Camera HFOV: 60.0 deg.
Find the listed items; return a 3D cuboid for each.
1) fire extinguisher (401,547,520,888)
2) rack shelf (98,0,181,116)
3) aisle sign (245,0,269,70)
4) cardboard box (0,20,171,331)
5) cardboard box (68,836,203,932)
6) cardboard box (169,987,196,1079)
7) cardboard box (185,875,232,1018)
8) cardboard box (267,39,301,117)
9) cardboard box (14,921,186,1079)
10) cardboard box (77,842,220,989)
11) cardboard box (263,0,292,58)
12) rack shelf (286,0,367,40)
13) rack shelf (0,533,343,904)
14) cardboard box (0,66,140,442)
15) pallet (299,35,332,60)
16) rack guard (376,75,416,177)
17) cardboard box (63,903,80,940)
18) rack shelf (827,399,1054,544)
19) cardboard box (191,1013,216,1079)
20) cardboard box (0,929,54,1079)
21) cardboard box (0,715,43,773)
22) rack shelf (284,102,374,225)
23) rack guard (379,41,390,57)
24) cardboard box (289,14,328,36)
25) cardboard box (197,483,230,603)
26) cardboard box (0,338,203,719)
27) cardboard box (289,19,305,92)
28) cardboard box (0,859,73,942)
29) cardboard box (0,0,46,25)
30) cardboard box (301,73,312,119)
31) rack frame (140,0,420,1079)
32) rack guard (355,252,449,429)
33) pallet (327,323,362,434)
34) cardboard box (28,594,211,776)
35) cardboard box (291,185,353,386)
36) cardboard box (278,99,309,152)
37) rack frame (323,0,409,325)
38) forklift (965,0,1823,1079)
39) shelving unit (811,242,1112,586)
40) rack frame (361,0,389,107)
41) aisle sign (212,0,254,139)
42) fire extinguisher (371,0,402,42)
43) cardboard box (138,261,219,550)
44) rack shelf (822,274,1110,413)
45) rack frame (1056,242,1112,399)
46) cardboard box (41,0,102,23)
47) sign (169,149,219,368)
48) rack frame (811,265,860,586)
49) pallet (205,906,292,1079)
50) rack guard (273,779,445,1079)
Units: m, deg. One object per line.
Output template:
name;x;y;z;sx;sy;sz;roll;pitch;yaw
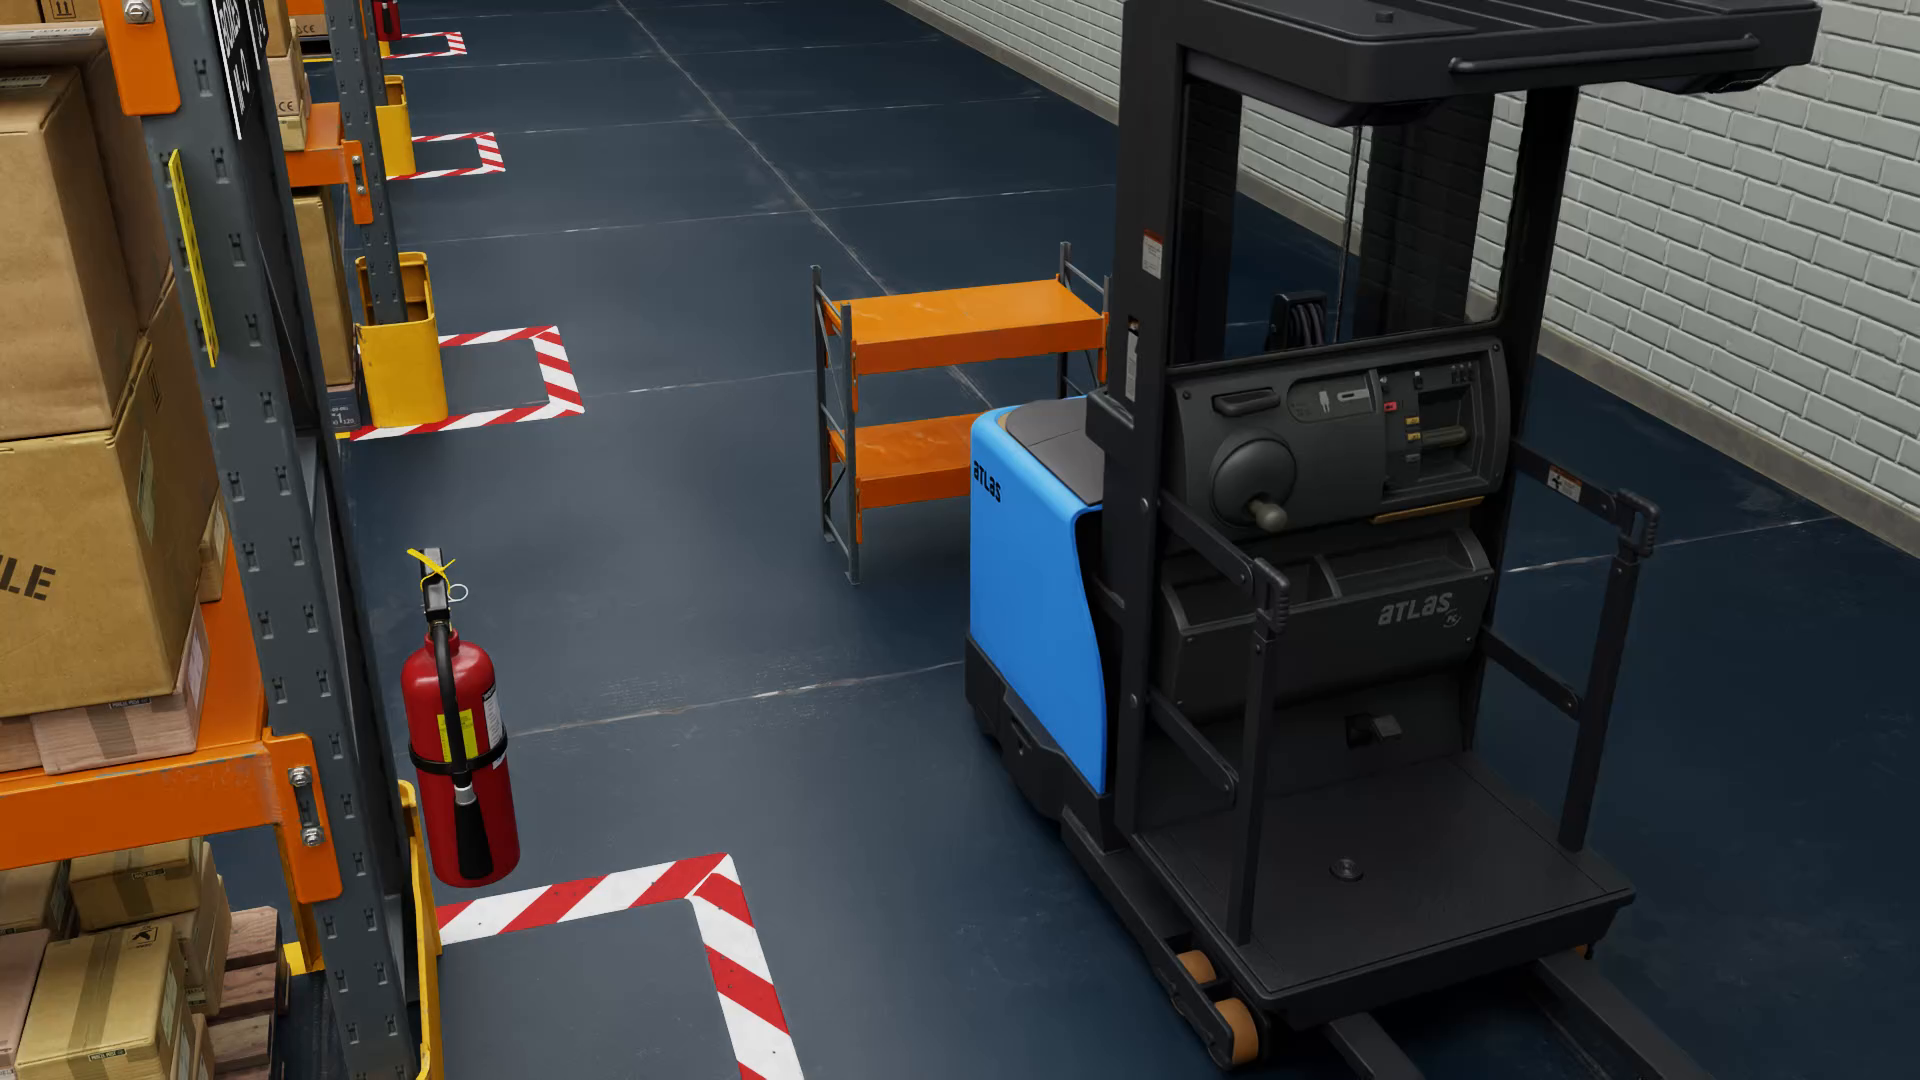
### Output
fire extinguisher;-0.967;0.347;3.184;0.183;0.674;0.296;-8;28;-16
rack shelf;-3.251;-0.761;2.345;4.000;0.370;1.077;-8;28;-16
aisle sign;-1.373;-1.316;3.105;0.004;0.787;0.394;-8;28;-16
cardboard box;-1.859;-0.691;3.198;0.500;0.500;0.500;-8;28;-16
cardboard box;-1.953;0.736;3.960;0.250;0.149;0.380;-10;28;-18
cardboard box;-1.763;1.134;3.492;0.250;0.149;0.380;-9;28;-17
cardboard box;-1.947;1.010;4.075;0.250;0.149;0.380;-8;27;-15
cardboard box;-3.168;-2.013;7.266;0.500;0.250;0.500;-9;28;-17
cardboard box;-1.774;0.987;3.453;0.250;0.149;0.380;-8;27;-16
cardboard box;-1.927;0.904;3.955;0.250;0.149;0.380;-7;27;-14
cardboard box;-3.171;-2.350;7.101;0.500;0.500;0.500;-8;27;-15
rack shelf;-6.225;-3.623;11.483;4.000;0.370;1.077;-8;28;-16
rack shelf;-3.251;0.582;3.012;4.000;0.370;1.077;-8;28;-16
cardboard box;-1.708;-0.473;2.758;0.500;0.500;0.500;-9;28;-17
pallet;-6.684;-4.945;16.475;1.213;0.211;1.003;-8;28;-16
rack guard;-4.304;-3.110;12.451;0.348;0.500;1.175;-8;28;-16
cardboard box;-2.205;0.918;3.927;0.250;0.149;0.380;-8;28;-16
rack shelf;0.006;-0.286;6.610;1.000;0.278;0.538;-8;28;-16
cardboard box;-1.786;1.234;3.624;0.250;0.149;0.380;-8;27;-15
cardboard box;-2.031;0.998;3.432;0.250;0.149;0.380;-8;27;-15
cardboard box;-1.820;0.280;3.095;0.250;0.149;0.380;-8;28;-16
rack shelf;-4.691;-1.529;7.265;4.000;0.370;1.077;-8;28;-16
rack guard;-5.926;-5.185;16.632;0.348;0.500;1.175;-8;28;-16
cardboard box;-6.294;-5.214;16.195;0.500;0.500;0.500;-8;28;-16
cardboard box;-1.759;0.003;3.652;0.250;0.149;0.380;-8;28;-17
cardboard box;-1.697;-0.022;2.975;0.500;0.500;0.500;-8;27;-15
cardboard box;-3.329;-2.240;7.724;0.500;0.250;0.500;-9;28;-17
cardboard box;-2.178;0.825;3.781;0.250;0.149;0.380;-8;27;-15
cardboard box;-4.296;-2.433;7.269;0.500;0.500;0.500;-9;28;-17
cardboard box;-3.229;-2.104;7.898;0.250;0.149;0.380;-8;27;-16
rack frame;-1.350;-0.015;3.407;0.127;3.000;1.000;-8;28;-16
rack guard;-2.767;-1.010;8.222;0.348;0.500;1.175;-8;28;-16
pallet;-3.526;-0.734;7.991;1.213;0.211;1.003;-8;28;-16
cardboard box;-1.572;0.262;3.132;0.250;0.149;0.380;-8;28;-16
cardboard box;-3.373;-1.241;7.793;0.875;0.875;0.875;-8;28;-16
cardboard box;-3.026;-1.825;7.336;0.250;0.149;0.380;-8;27;-15
rack frame;-2.789;-2.126;7.660;0.127;3.000;1.000;-8;28;-16
forklift;1.030;-0.220;3.898;1.130;2.935;3.031;-10;28;-19
shelving unit;0.006;-0.505;6.502;1.048;1.125;0.538;-8;28;-16
rack frame;-4.323;-4.220;11.878;0.127;3.000;1.000;-8;28;-16
aisle sign;-1.187;-1.063;2.594;0.004;0.787;0.394;-8;28;-16
fire extinguisher;-4.039;-3.847;11.633;0.183;0.674;0.296;-8;28;-16
cardboard box;-1.862;-0.248;3.430;0.500;0.500;0.500;-7;27;-14
rack shelf;0.006;-0.767;6.372;1.000;0.278;0.538;-8;28;-16
rack frame;0.490;-0.575;6.643;0.032;1.125;0.500;-8;28;-16
cardboard box;-3.805;-2.507;7.418;0.500;0.500;0.500;-9;28;-17
sign;-1.197;-0.438;2.601;0.005;0.325;0.100;-8;28;-16
rack frame;-0.477;-0.435;6.361;0.032;1.125;0.500;-8;28;-16
pallet;-2.205;1.341;3.811;1.213;0.211;1.003;-8;28;-16
rack guard;-1.422;1.115;3.942;0.348;0.500;1.175;-8;28;-16
